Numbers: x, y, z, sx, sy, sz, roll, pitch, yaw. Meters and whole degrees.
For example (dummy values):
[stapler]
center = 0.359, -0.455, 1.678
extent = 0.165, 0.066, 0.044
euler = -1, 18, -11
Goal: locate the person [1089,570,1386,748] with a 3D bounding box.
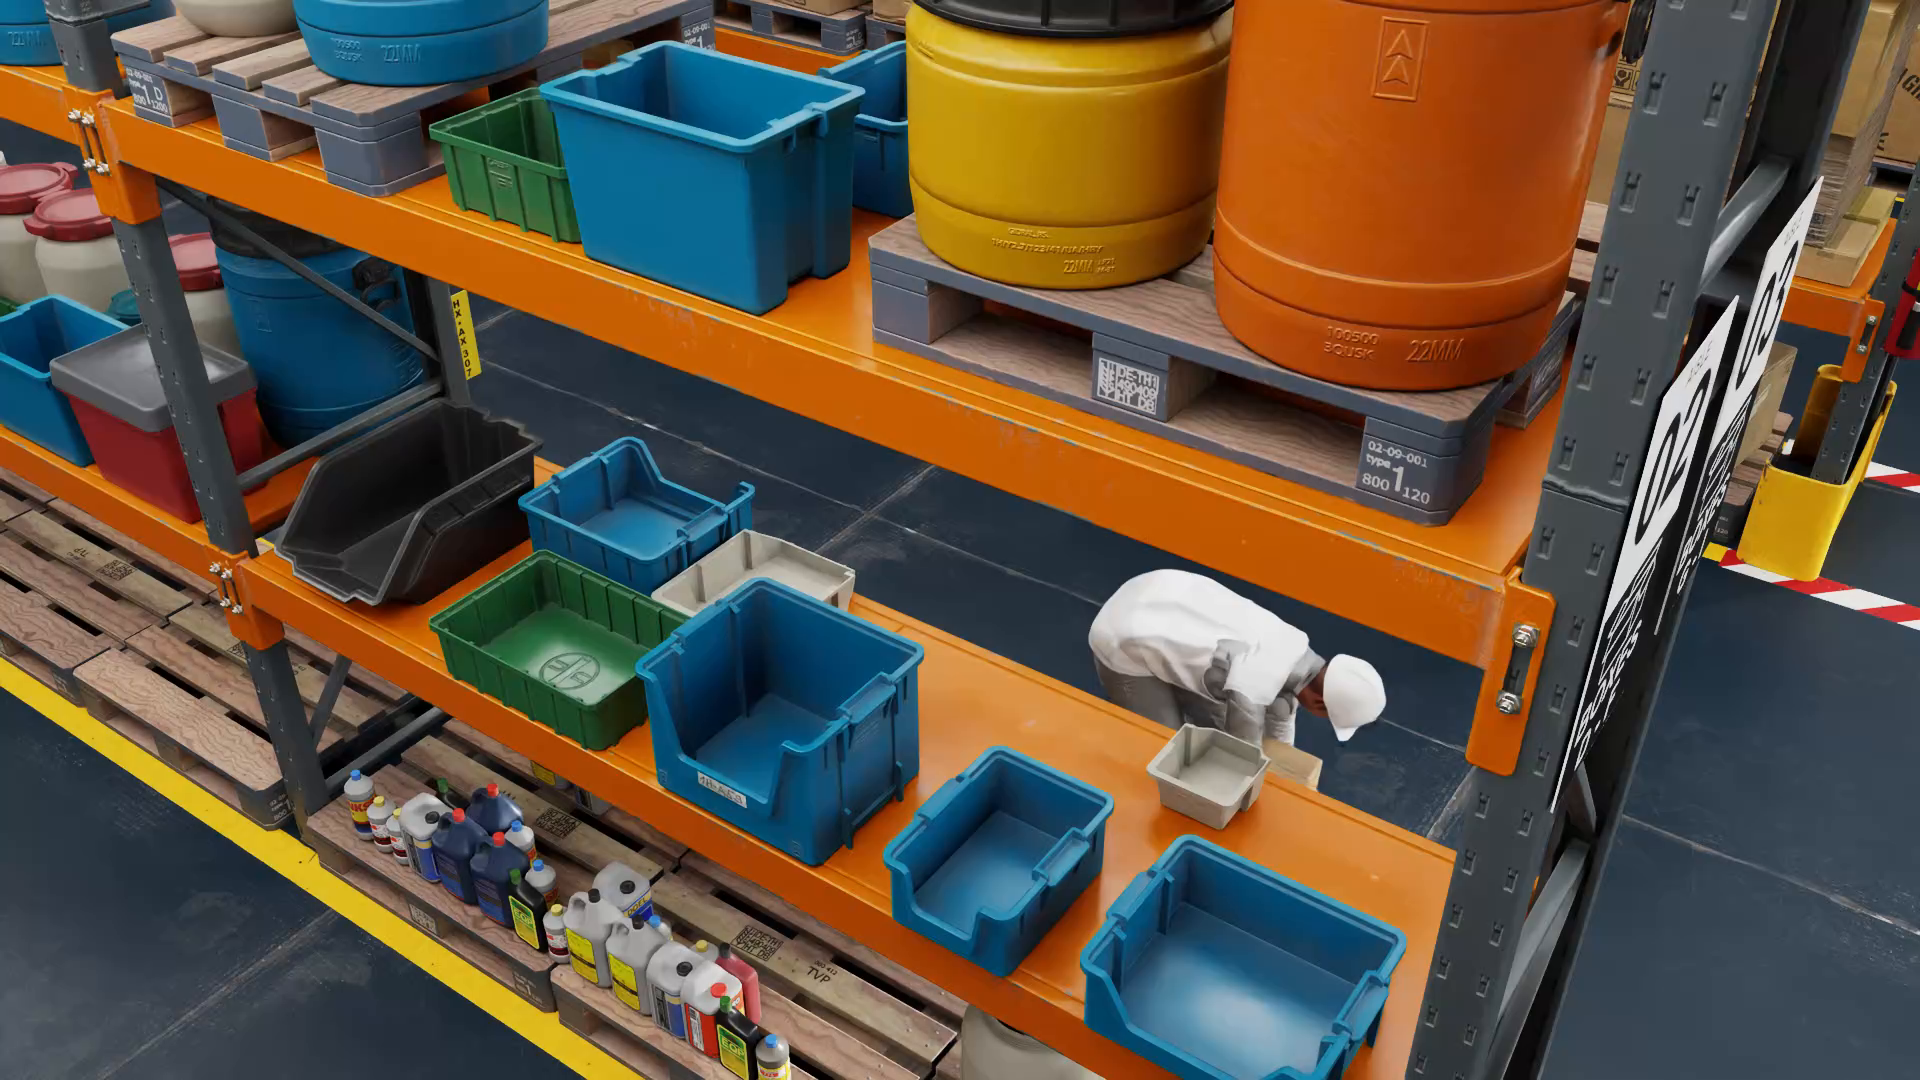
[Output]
[person]
center = 0.924, 0.673, 5.731
extent = 1.012, 1.101, 0.466
euler = 20, 39, 26
